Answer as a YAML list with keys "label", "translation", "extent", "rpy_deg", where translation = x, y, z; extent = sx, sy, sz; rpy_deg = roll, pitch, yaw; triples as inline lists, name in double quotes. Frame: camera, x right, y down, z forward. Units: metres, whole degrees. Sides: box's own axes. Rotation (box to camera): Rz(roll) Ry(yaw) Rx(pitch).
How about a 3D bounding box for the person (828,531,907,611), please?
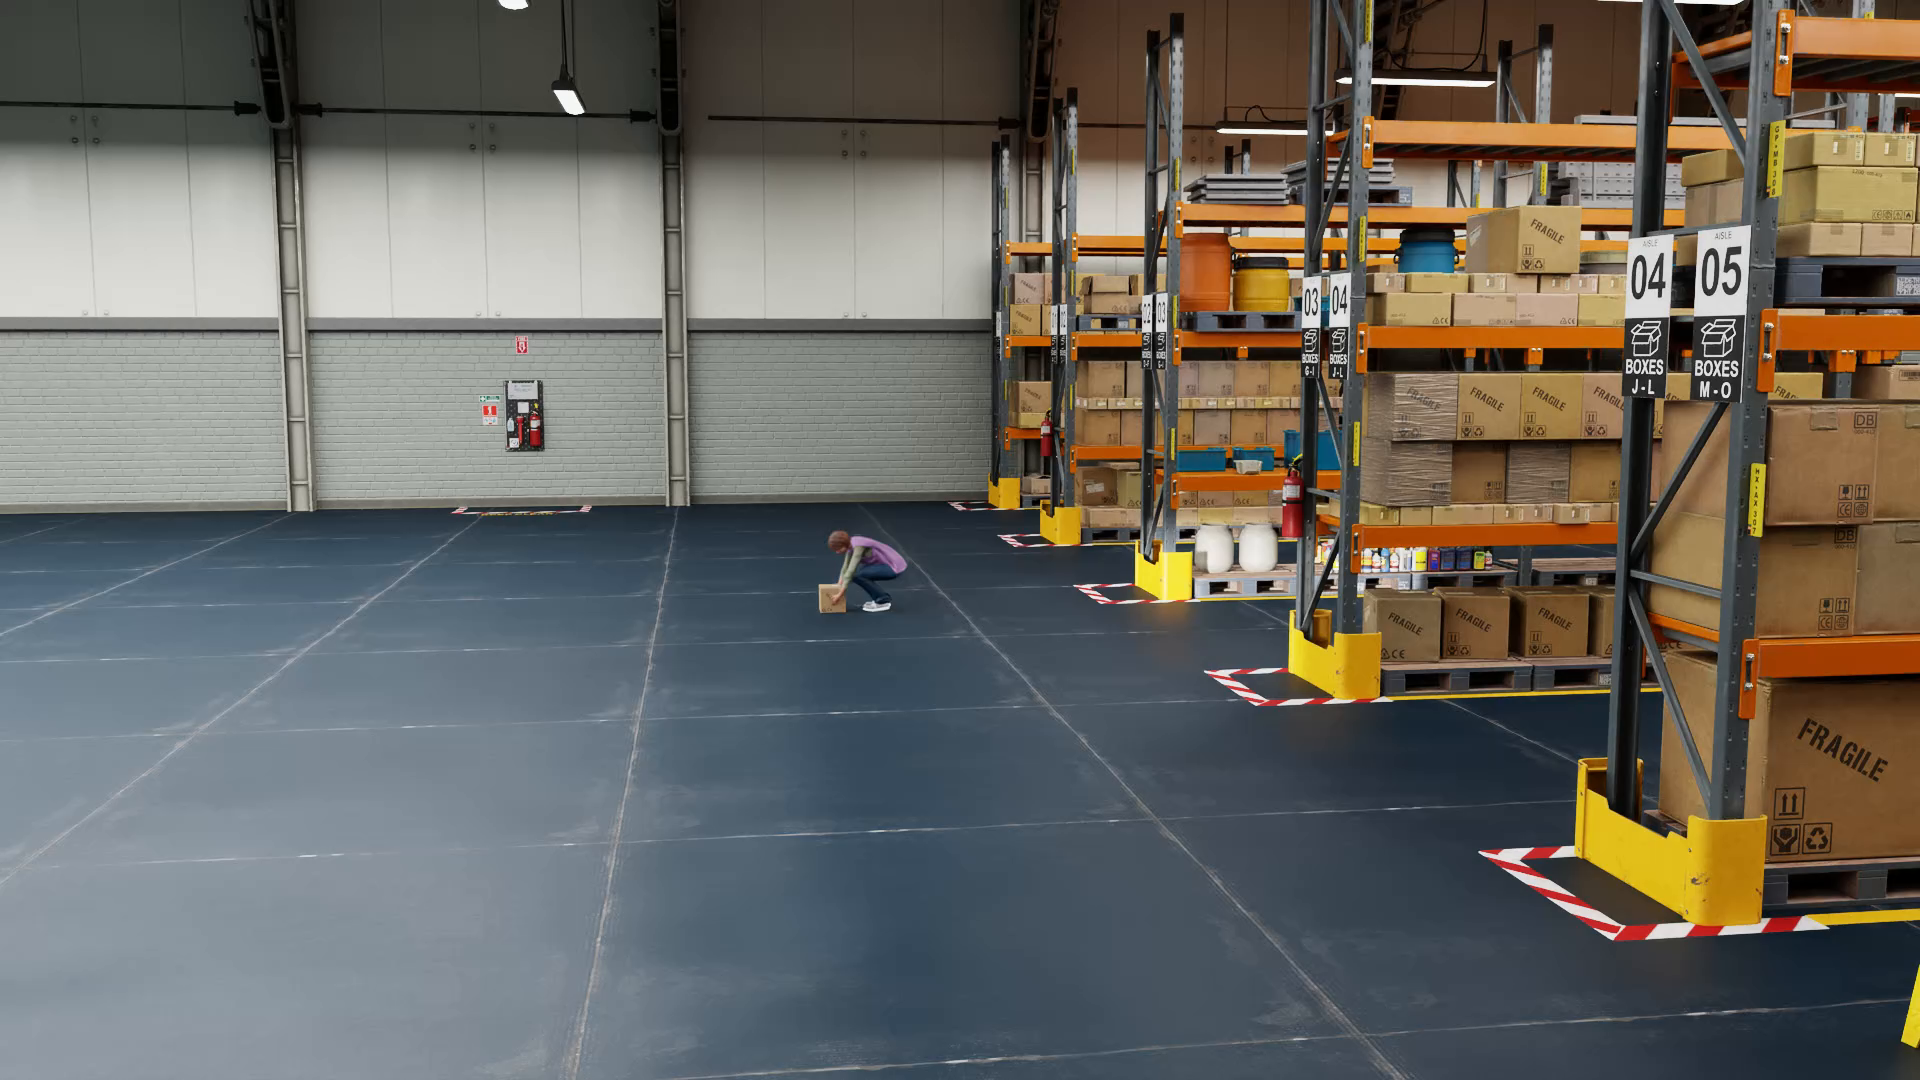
- label: "person"
  translation: [-0.933, 0.307, 16.779]
  extent: [0.806, 0.814, 0.441]
  rpy_deg: [-1, 7, -9]
